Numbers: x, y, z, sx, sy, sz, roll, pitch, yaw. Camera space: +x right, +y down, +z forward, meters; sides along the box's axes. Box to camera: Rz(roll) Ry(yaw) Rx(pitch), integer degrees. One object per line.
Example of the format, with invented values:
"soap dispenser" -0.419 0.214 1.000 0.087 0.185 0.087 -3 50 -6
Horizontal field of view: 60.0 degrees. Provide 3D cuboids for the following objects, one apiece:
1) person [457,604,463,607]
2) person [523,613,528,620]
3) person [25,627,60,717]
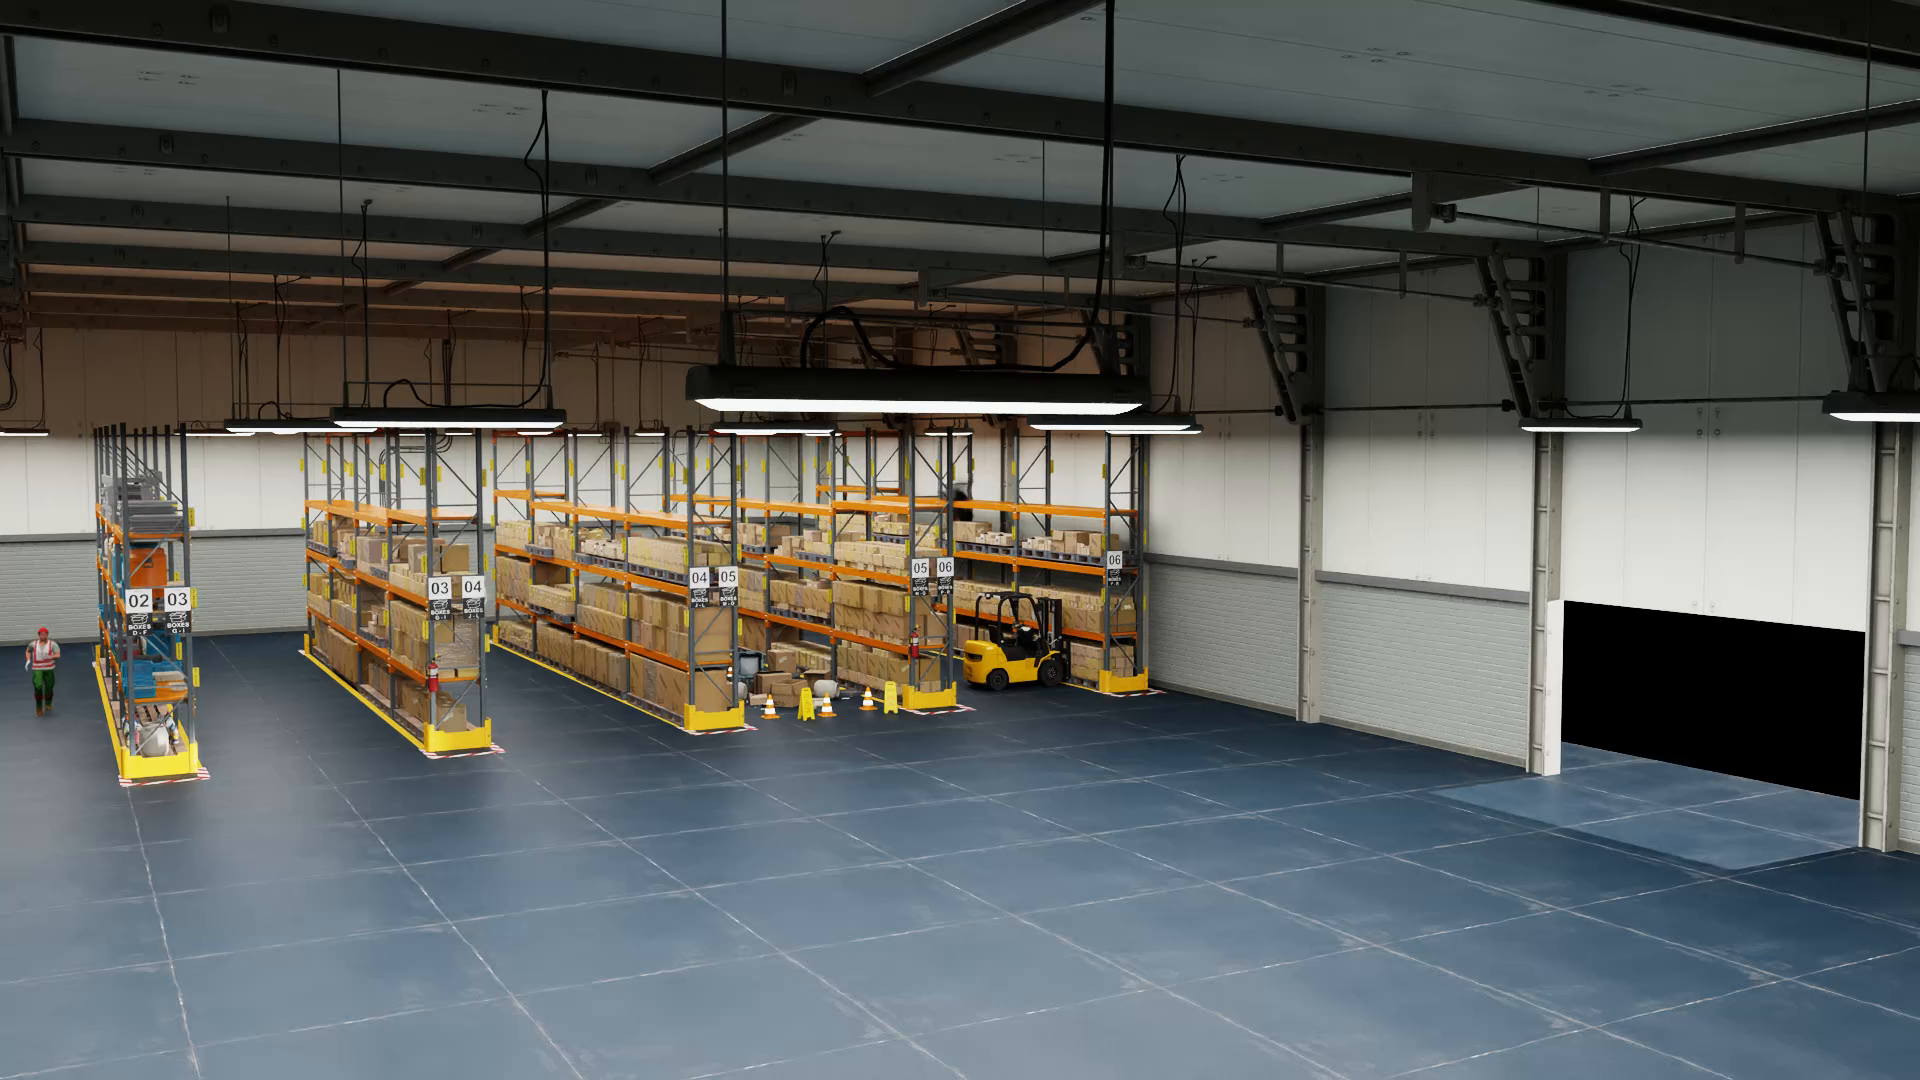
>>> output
"person" -14.034 2.013 47.091 0.677 1.823 0.773 2 4 28
"person" -12.380 1.946 48.161 0.615 1.704 0.660 0 3 3
"person" -19.058 2.735 34.571 0.646 1.847 0.777 -2 4 -29
